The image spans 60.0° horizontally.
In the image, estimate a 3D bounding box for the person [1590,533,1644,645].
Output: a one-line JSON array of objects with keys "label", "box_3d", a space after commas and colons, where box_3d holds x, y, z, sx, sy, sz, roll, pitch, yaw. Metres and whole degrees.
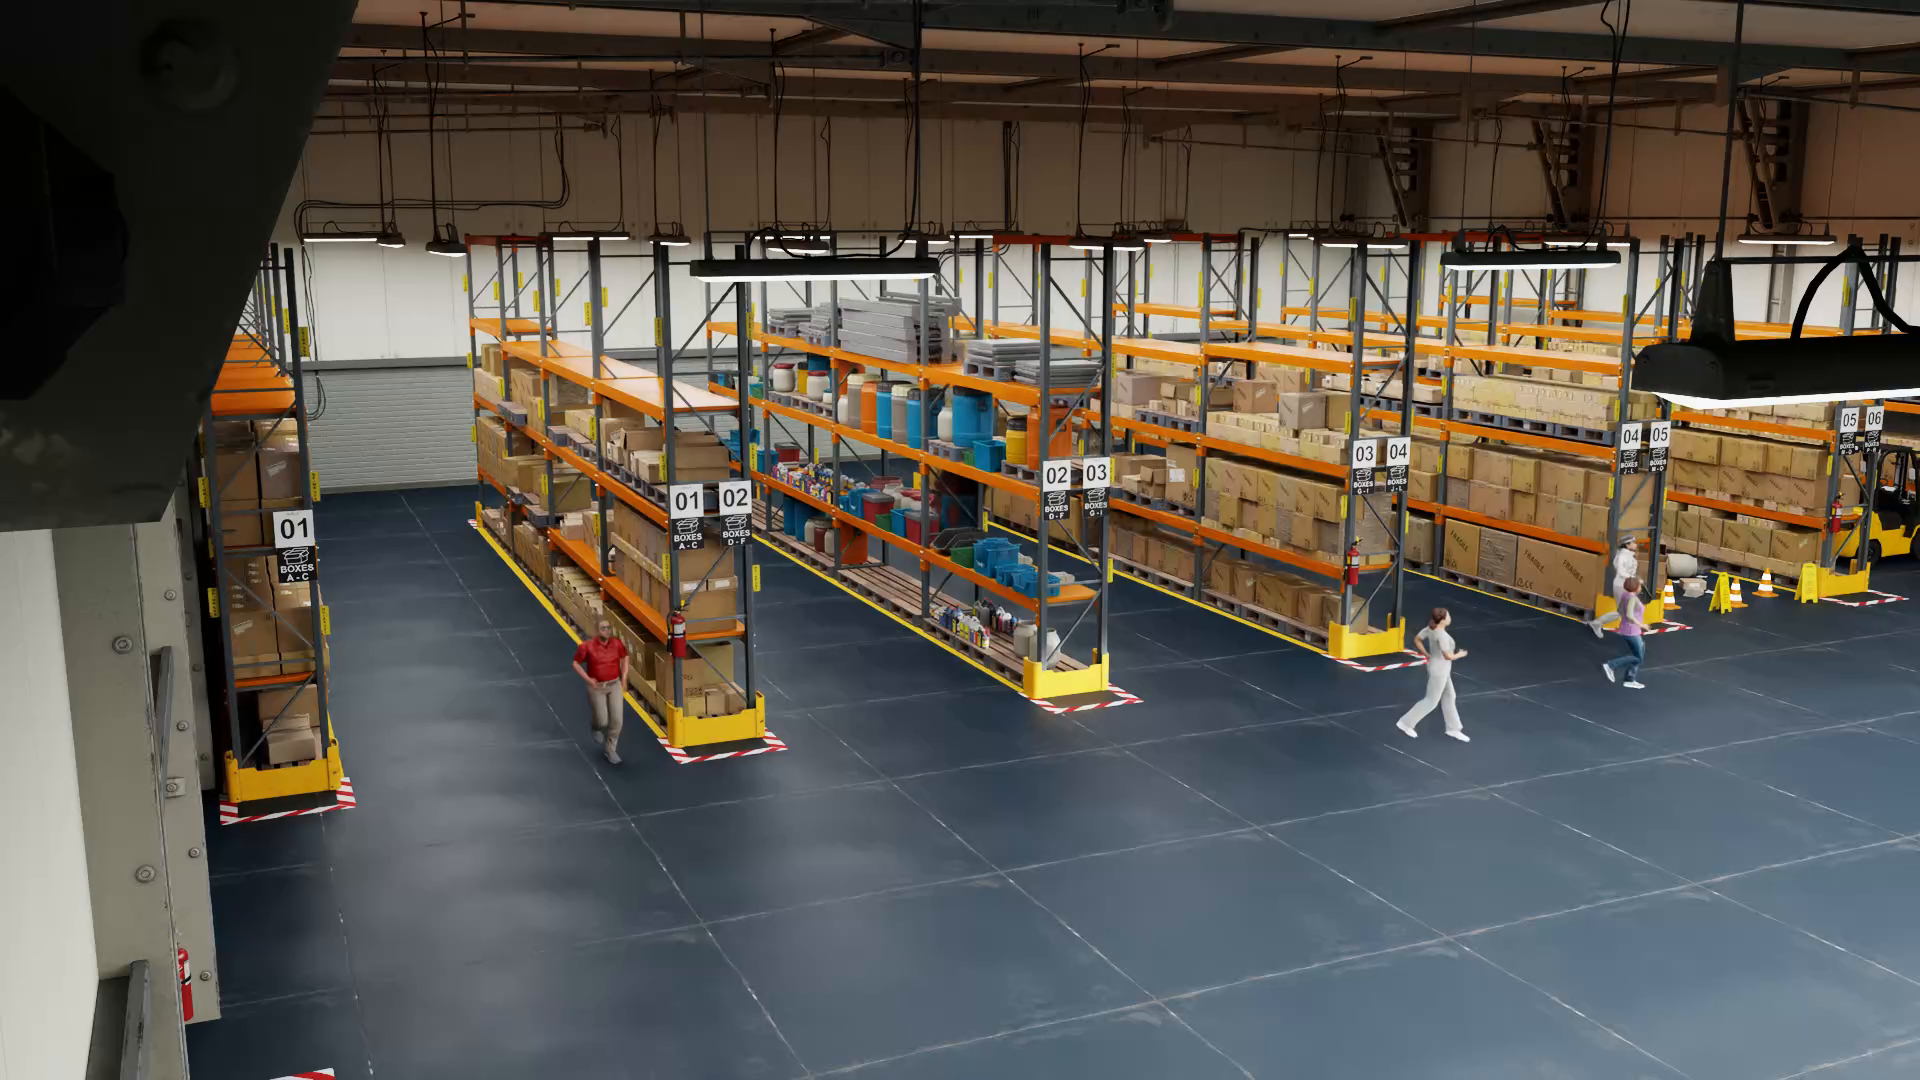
[{"label": "person", "box_3d": [9.934, 0.727, 25.015, 0.781, 1.706, 0.607, 5, 12, 26]}]

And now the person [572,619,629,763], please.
[{"label": "person", "box_3d": [-4.226, 1.758, 19.710, 0.695, 1.703, 0.656, -6, 12, -28]}]

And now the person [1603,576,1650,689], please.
[{"label": "person", "box_3d": [9.056, 1.255, 22.597, 0.576, 1.555, 0.540, 2, 11, 9]}]

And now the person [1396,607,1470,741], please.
[{"label": "person", "box_3d": [5.789, 1.640, 20.202, 0.927, 1.696, 0.554, 0, 11, 0]}]
